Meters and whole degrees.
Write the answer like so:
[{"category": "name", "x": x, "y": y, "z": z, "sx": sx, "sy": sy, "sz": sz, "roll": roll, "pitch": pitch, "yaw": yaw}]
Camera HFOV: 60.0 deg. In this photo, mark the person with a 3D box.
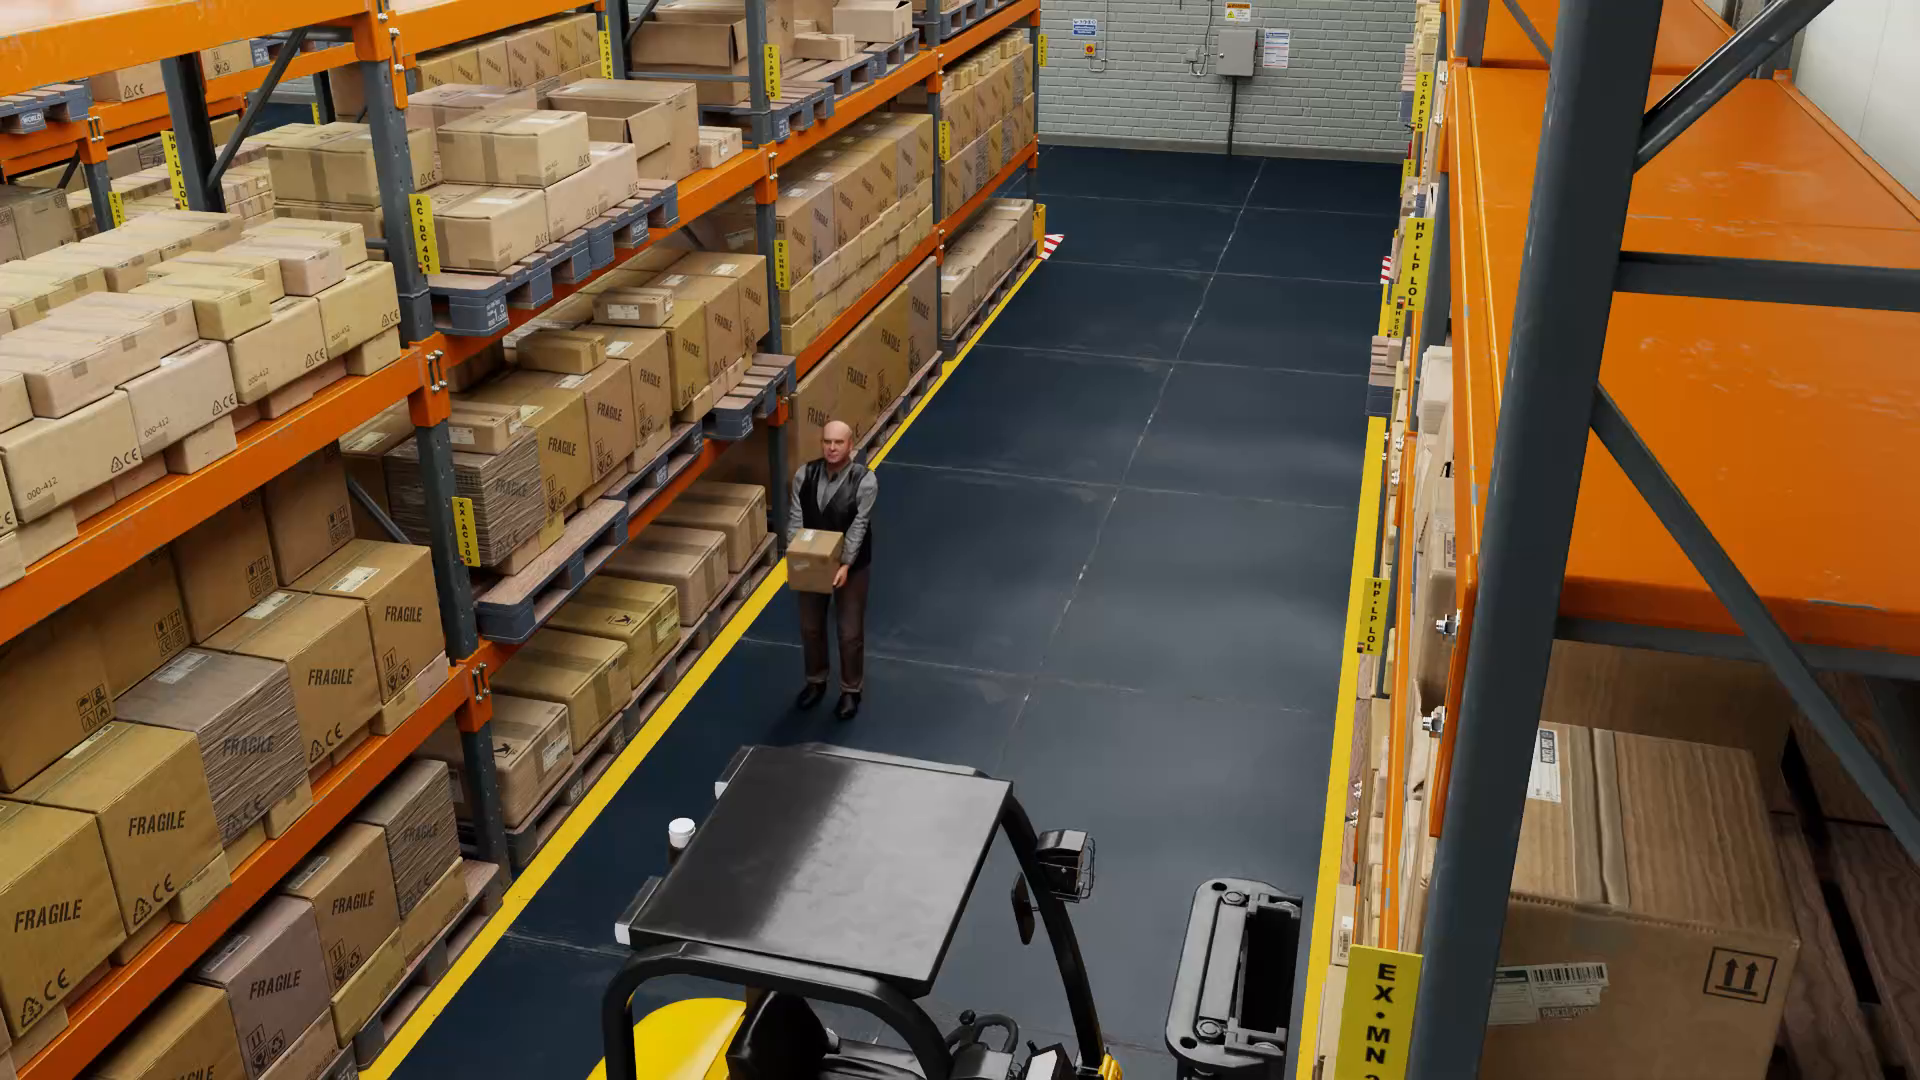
[{"category": "person", "x": -0.727, "y": 0.194, "z": 9.339, "sx": 0.494, "sy": 1.712, "sz": 0.551, "roll": 6, "pitch": 26, "yaw": 13}]
